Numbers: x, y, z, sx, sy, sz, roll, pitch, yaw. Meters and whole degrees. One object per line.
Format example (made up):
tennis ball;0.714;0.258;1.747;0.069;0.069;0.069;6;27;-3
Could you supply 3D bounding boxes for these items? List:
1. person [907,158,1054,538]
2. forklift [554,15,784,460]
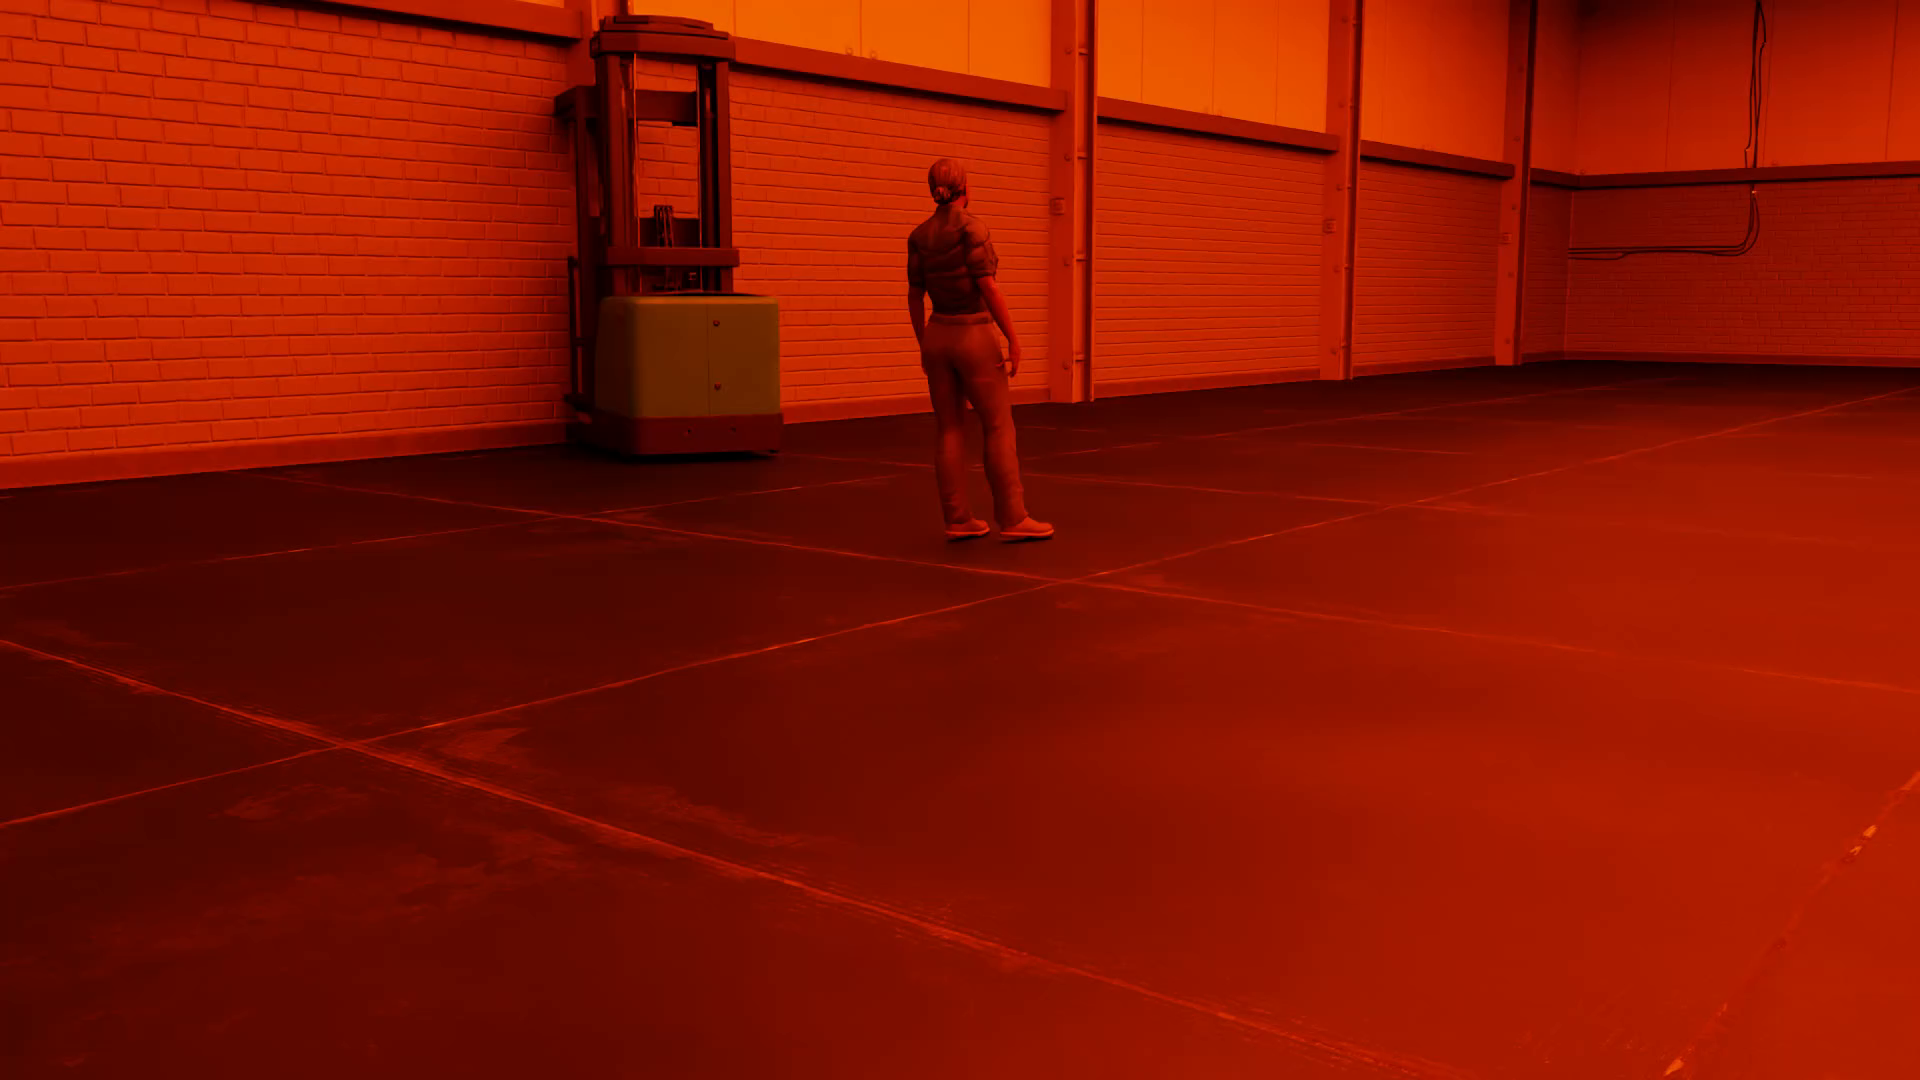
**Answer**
person;0.071;-0.834;7.339;0.569;1.656;0.503;7;11;38
forklift;-2.248;-2.146;11.944;1.130;2.935;3.031;-4;9;-24
